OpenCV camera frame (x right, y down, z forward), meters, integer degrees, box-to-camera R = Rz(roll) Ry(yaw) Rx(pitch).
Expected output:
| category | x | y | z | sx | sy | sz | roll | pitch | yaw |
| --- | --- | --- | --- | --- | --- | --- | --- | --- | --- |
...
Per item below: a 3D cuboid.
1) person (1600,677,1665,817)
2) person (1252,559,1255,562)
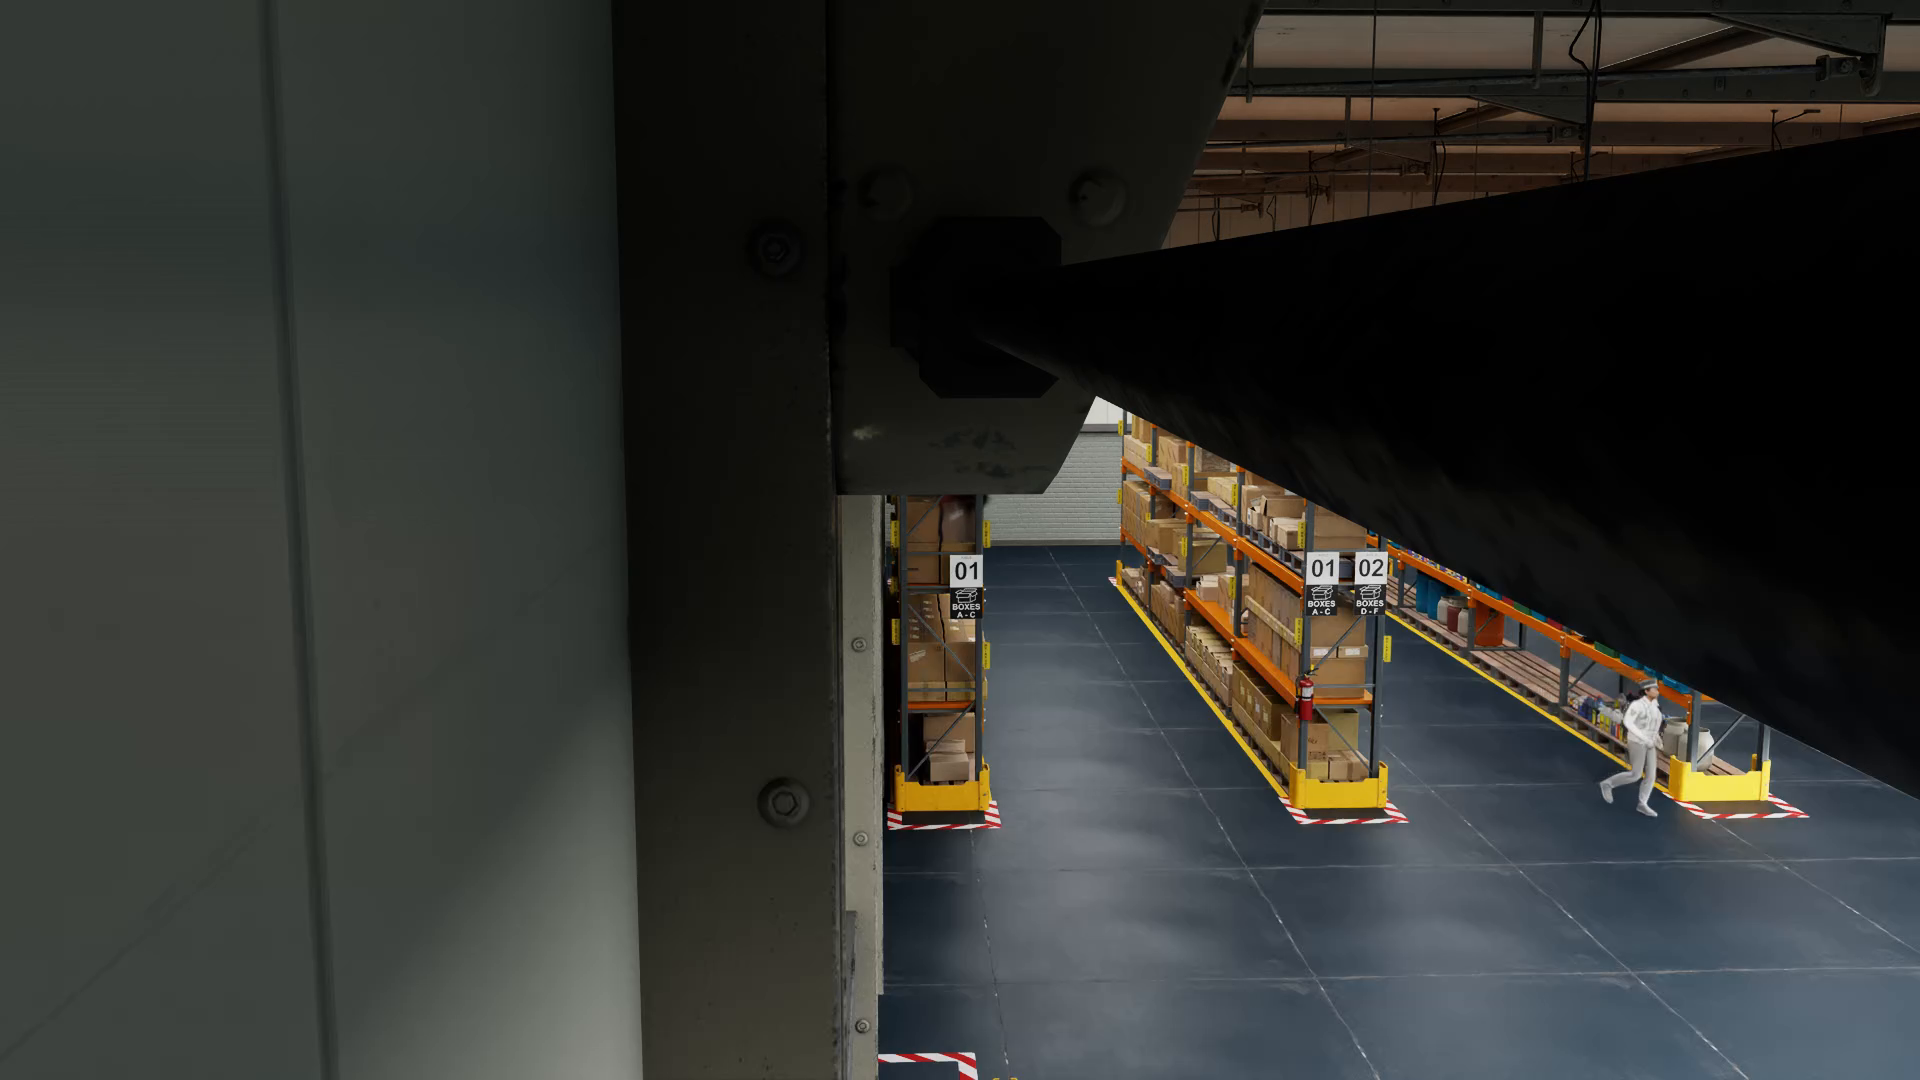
| category | x | y | z | sx | sy | sz | roll | pitch | yaw |
| --- | --- | --- | --- | --- | --- | --- | --- | --- | --- |
| person | 8.413 | 2.502 | 20.527 | 0.656 | 1.661 | 0.732 | -6 | 10 | -35 |
| person | 6.252 | 0.529 | 33.657 | 0.630 | 1.799 | 0.844 | -2 | 9 | -11 |
